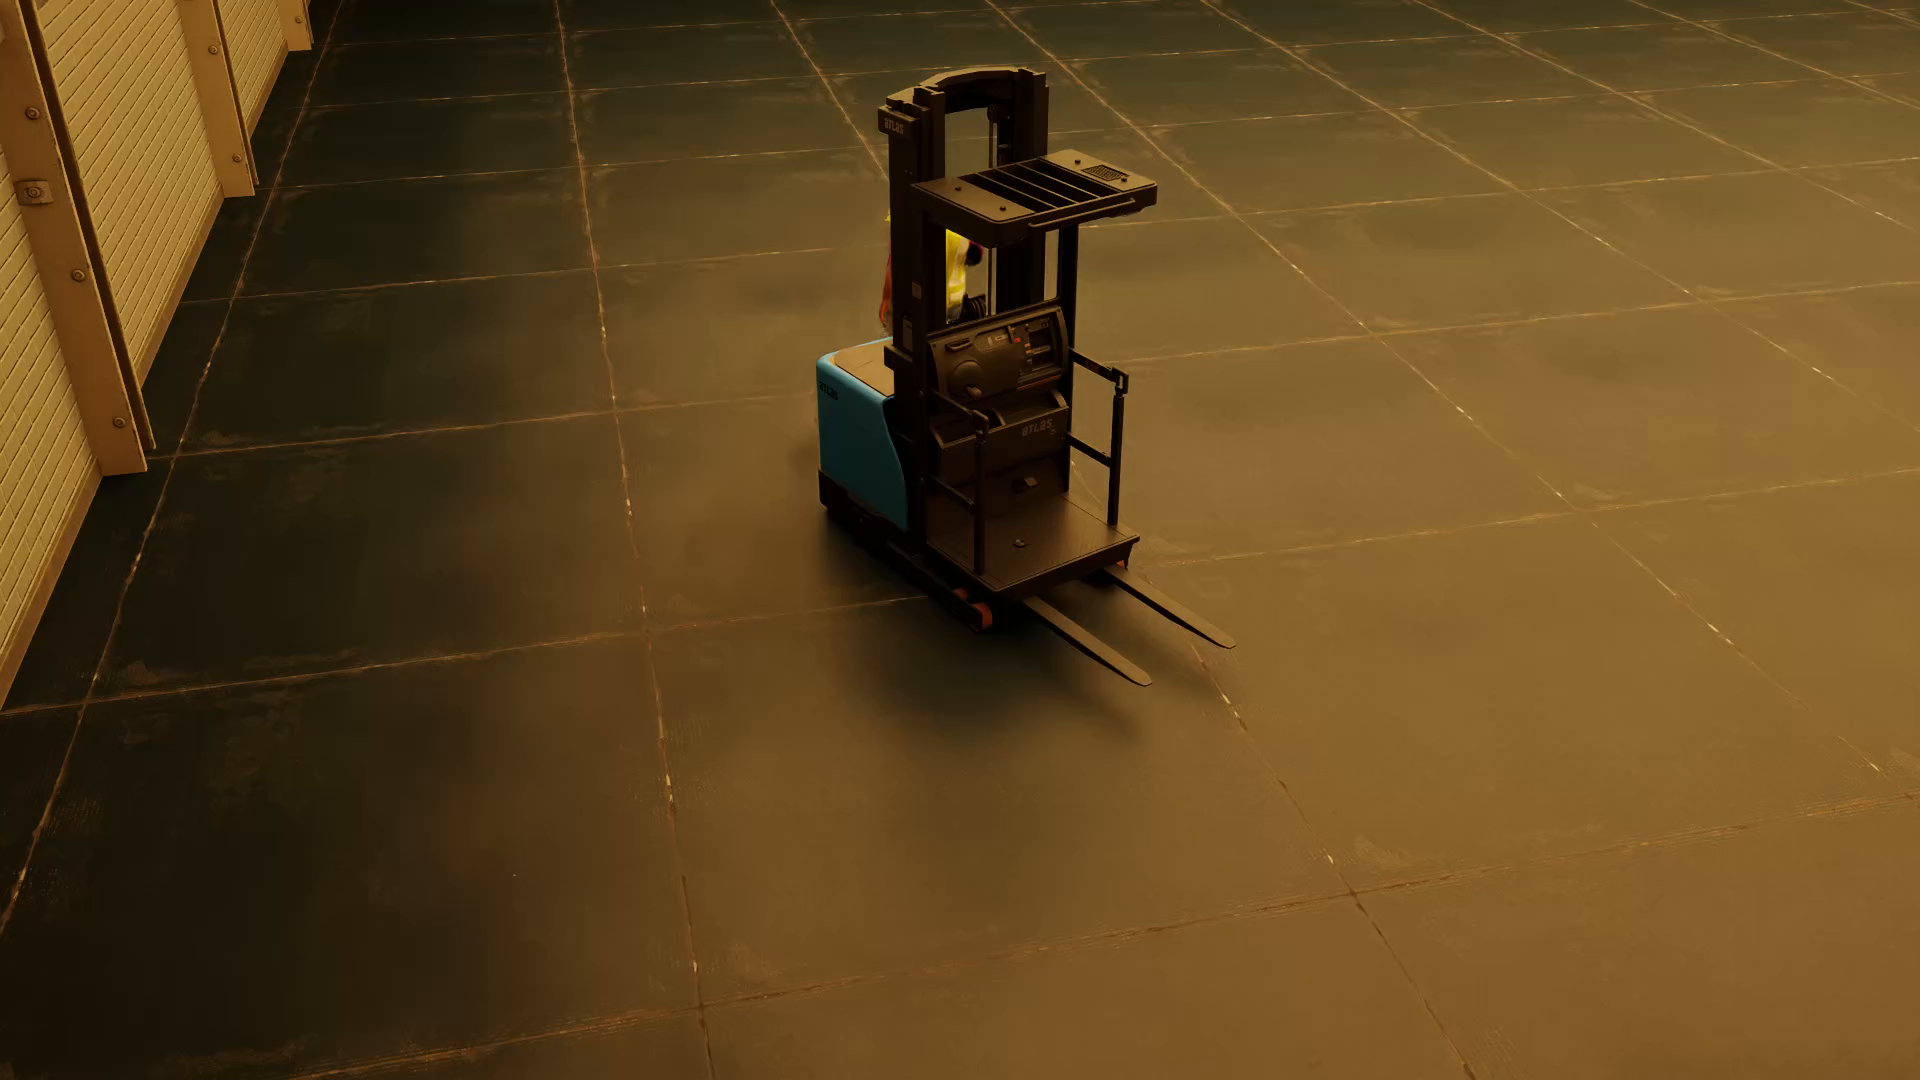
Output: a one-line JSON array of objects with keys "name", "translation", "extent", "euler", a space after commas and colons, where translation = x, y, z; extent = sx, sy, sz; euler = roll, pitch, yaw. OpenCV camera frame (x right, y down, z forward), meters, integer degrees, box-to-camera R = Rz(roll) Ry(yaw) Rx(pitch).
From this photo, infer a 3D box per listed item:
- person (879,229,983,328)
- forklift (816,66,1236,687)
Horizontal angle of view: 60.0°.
[{"name": "person", "translation": [-0.196, -1.771, 11.864], "extent": [0.713, 1.702, 0.665], "euler": [2, 30, 3]}, {"name": "forklift", "translation": [0.355, -1.021, 9.338], "extent": [1.130, 2.935, 3.031], "euler": [-20, 35, -30]}]
